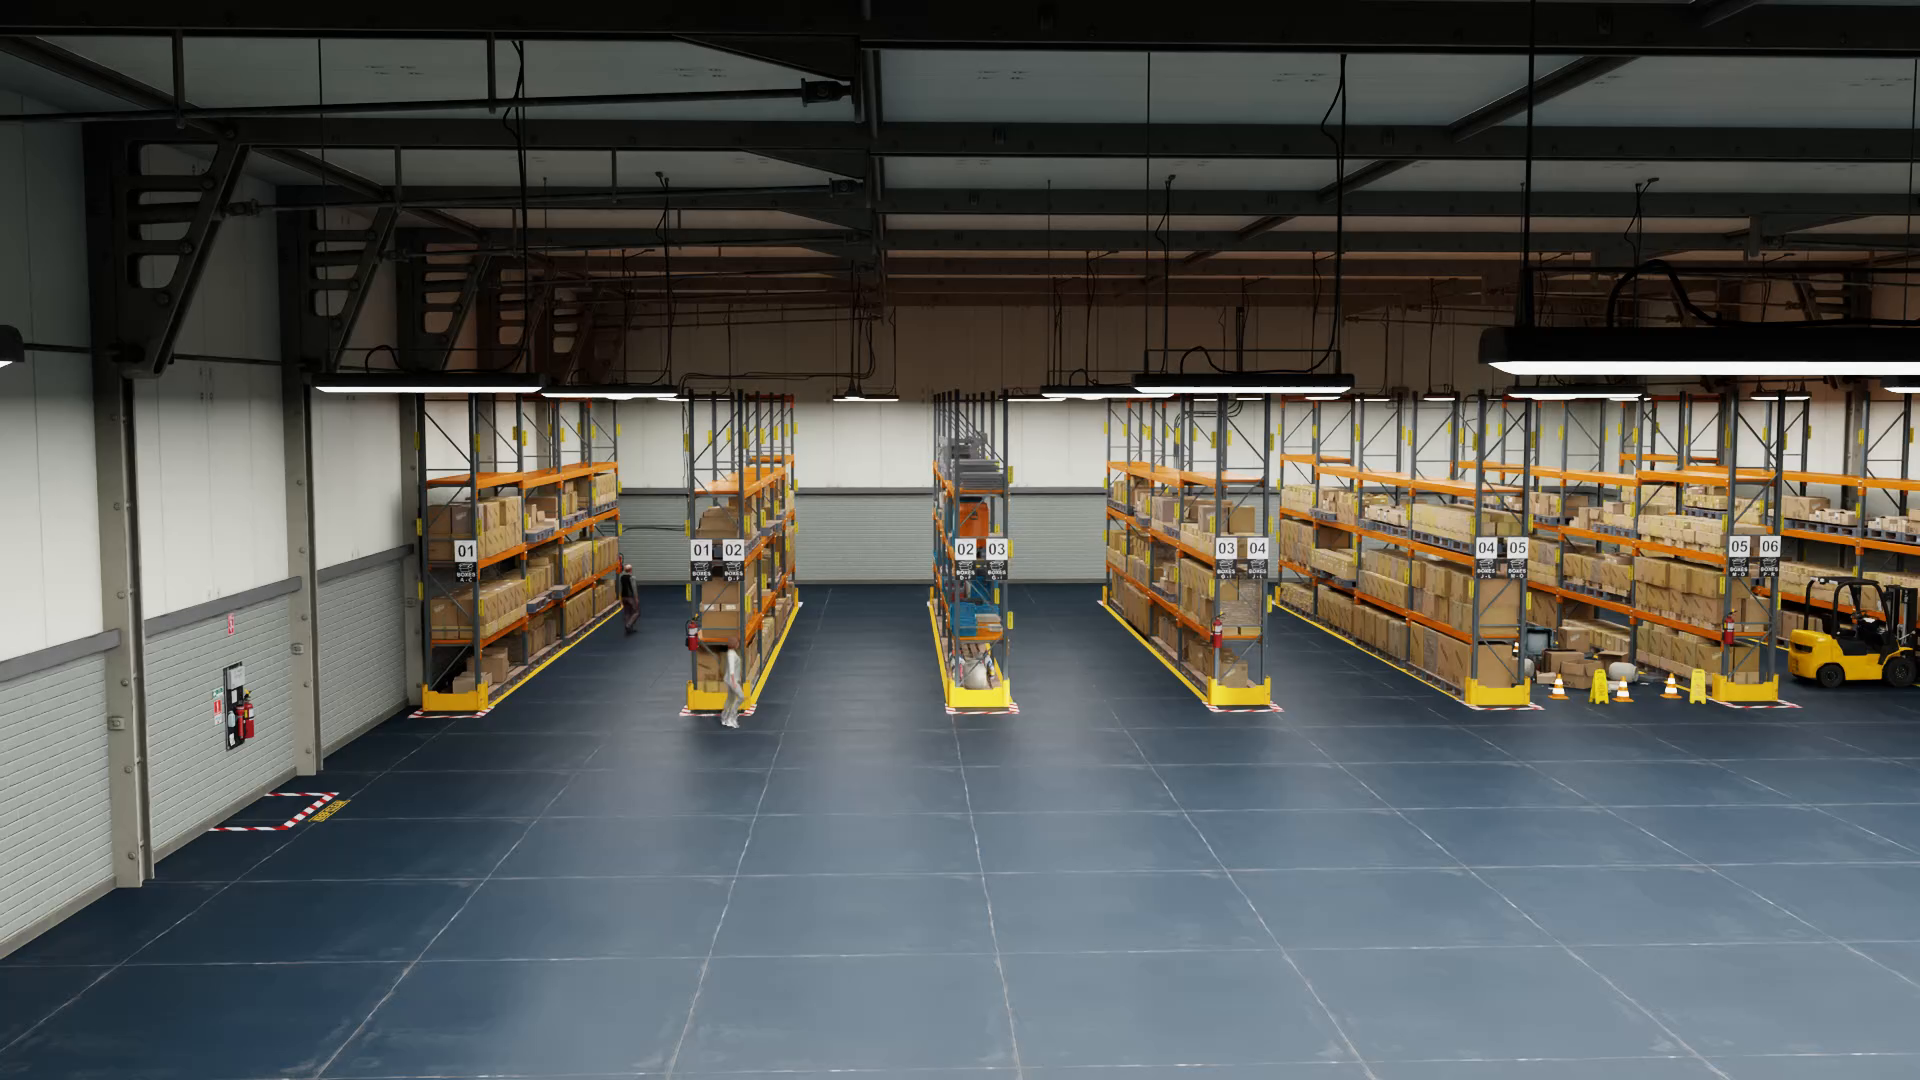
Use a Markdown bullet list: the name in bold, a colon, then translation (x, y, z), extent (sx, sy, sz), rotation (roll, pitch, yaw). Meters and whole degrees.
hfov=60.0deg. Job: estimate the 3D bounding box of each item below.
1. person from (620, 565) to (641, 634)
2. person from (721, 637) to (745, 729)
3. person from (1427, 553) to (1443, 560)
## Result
- **person**: translation (-8.285, 1.481, 41.558), extent (0.565, 1.725, 0.487), rotation (3, 6, 36)
- **person**: translation (-4.035, 2.573, 29.508), extent (0.445, 1.520, 0.445), rotation (0, 5, -4)
- **person**: translation (14.171, 0.811, 49.626), extent (0.996, 1.732, 0.562), rotation (-1, 5, -12)
